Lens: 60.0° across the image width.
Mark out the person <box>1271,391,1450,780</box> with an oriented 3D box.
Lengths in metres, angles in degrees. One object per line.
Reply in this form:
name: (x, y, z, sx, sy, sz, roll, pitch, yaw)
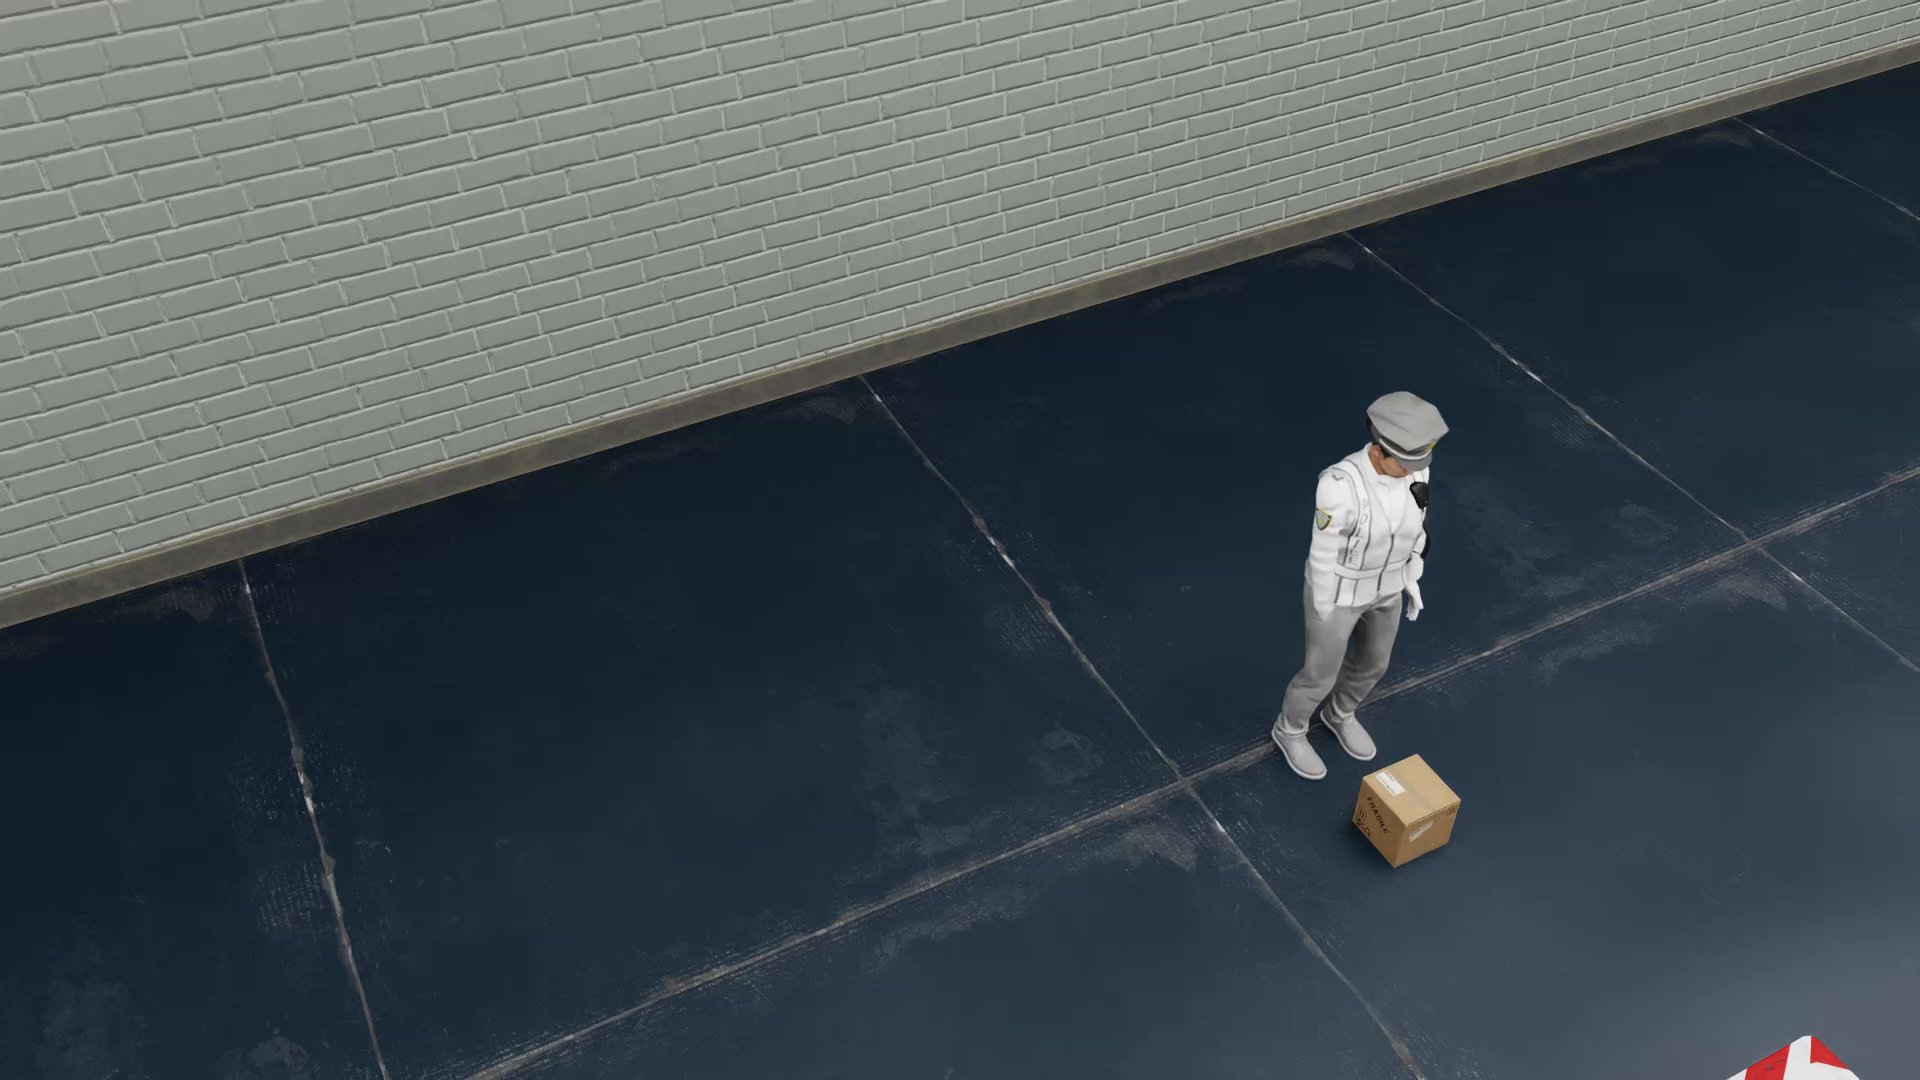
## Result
person: (1.438, 0.177, 5.968, 0.477, 1.659, 0.338, -18, 45, -19)
